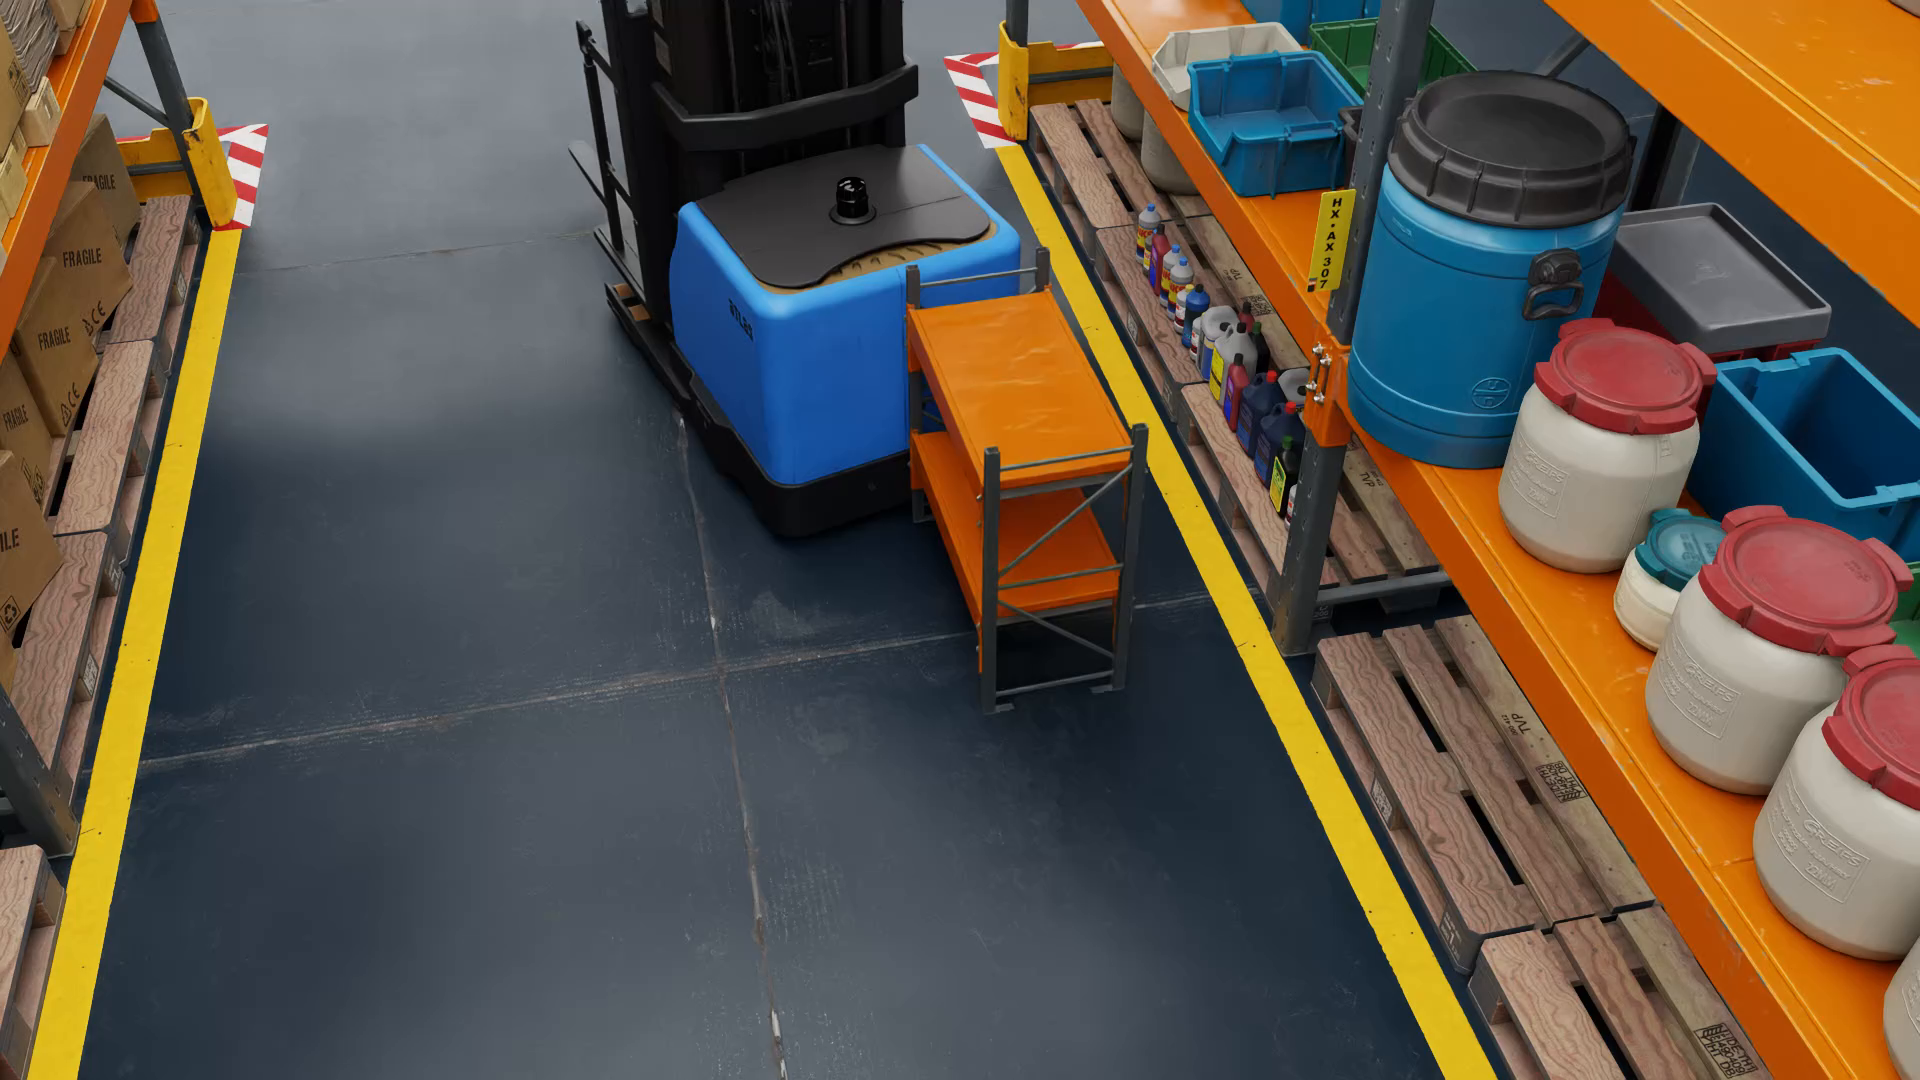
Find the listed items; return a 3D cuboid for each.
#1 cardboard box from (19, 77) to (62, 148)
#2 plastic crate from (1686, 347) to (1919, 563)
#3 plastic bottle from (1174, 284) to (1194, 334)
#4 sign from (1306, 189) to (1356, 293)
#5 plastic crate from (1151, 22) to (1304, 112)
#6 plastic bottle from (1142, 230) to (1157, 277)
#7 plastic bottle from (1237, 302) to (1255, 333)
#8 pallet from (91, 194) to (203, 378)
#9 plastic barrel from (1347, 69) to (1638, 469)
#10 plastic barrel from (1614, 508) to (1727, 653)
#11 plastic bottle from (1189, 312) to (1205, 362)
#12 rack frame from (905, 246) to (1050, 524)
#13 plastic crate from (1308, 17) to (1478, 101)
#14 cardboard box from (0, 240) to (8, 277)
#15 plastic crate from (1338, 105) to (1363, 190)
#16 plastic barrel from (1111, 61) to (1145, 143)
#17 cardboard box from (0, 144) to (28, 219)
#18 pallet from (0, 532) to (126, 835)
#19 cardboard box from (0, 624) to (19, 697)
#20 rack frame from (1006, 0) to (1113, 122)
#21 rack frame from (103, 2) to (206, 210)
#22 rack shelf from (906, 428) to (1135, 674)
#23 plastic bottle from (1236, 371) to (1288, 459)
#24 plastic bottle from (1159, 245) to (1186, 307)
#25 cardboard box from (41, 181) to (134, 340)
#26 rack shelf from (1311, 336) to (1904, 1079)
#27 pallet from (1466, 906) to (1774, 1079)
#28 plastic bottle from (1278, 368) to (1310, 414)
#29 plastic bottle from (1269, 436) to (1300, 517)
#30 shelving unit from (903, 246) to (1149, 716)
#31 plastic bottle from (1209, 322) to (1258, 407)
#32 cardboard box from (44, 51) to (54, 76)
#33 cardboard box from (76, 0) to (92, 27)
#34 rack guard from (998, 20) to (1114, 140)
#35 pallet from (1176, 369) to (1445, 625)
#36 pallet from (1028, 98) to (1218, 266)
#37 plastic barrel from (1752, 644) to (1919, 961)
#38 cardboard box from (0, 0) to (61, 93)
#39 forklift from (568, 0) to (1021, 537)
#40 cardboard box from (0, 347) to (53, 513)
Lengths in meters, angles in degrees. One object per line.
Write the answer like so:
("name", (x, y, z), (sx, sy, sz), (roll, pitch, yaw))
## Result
("cardboard box", (-3.414, -1.494, 5.863), (0.380, 0.149, 0.250), (-8, 42, -9))
("plastic crate", (2.138, -0.141, 4.162), (0.392, 0.384, 0.575), (-8, 42, -9))
("plastic bottle", (0.937, -0.957, 6.845), (0.097, 0.201, 0.097), (0, 42, 0))
("sign", (1.057, -0.849, 4.739), (0.100, 0.325, 0.005), (-8, 42, -9))
("plastic crate", (0.998, -1.735, 6.144), (0.530, 0.136, 0.437), (-8, 42, -9))
("plastic bottle", (0.842, -1.241, 7.166), (0.097, 0.201, 0.097), (0, 42, 0))
("plastic bottle", (1.137, -0.798, 6.604), (0.061, 0.283, 0.133), (-8, 42, -9))
("pallet", (-3.946, -1.077, 7.304), (1.003, 0.211, 1.213), (-8, 42, -9))
("plastic barrel", (1.384, -0.711, 4.414), (0.600, 0.901, 0.708), (-8, 42, -9))
("plastic barrel", (1.732, 0.114, 3.966), (0.301, 0.262, 0.301), (0, 42, 0))
("plastic bottle", (0.981, -0.824, 6.695), (0.097, 0.201, 0.097), (0, 42, 0))
("rack frame", (0.062, -0.533, 6.004), (0.500, 1.125, 0.032), (-10, 43, -11))
("plastic crate", (1.579, -1.659, 6.019), (0.450, 0.188, 0.662), (-8, 42, -9))
("cardboard box", (-3.192, -0.847, 5.134), (0.380, 0.149, 0.250), (-8, 42, -9))
("plastic crate", (1.607, -1.152, 5.335), (0.767, 0.338, 0.504), (-8, 42, -9))
("plastic barrel", (0.950, -2.221, 8.051), (0.421, 0.512, 0.421), (0, 42, 0))
("cardboard box", (-3.329, -1.167, 5.494), (0.380, 0.149, 0.250), (-8, 42, -9))
("pallet", (-3.419, 0.505, 5.522), (1.003, 0.211, 1.213), (-8, 42, -9))
("cardboard box", (-3.287, 0.405, 5.101), (0.500, 0.500, 0.500), (-10, 42, -11))
("rack frame", (0.733, -3.410, 7.832), (1.000, 3.000, 0.127), (-8, 42, -9))
("rack frame", (-4.103, -2.701, 7.033), (1.000, 3.000, 0.127), (-8, 42, -9))
("rack shelf", (0.189, -0.024, 5.798), (0.538, 0.278, 1.000), (-10, 43, -11))
("plastic bottle", (1.134, -0.492, 6.209), (0.144, 0.351, 0.185), (-10, 43, -11))
("plastic bottle", (0.894, -1.113, 6.968), (0.097, 0.271, 0.097), (0, 42, 0))
("cardboard box", (-3.822, -1.133, 6.834), (0.500, 0.500, 0.500), (2, 42, 2))
("rack shelf", (2.028, 0.748, 3.690), (1.077, 0.370, 4.000), (-8, 42, -9))
("pallet", (2.070, 1.521, 4.377), (1.003, 0.211, 1.213), (-8, 42, -9))
("plastic bottle", (1.274, -0.502, 6.276), (0.152, 0.276, 0.135), (-8, 42, -9))
("plastic bottle", (1.170, -0.231, 5.965), (0.061, 0.283, 0.133), (-6, 42, -7))
("shelving unit", (0.189, -0.207, 5.635), (0.538, 1.125, 1.048), (-10, 43, -11))
("plastic bottle", (1.065, -0.701, 6.445), (0.144, 0.351, 0.185), (-9, 42, -10))
("cardboard box", (-3.630, -1.803, 6.210), (0.380, 0.149, 0.250), (-8, 42, -9))
("cardboard box", (-3.683, -2.135, 6.585), (0.380, 0.149, 0.250), (-8, 42, -9))
("rack guard", (0.795, -2.433, 8.614), (1.175, 0.500, 0.348), (-8, 42, -9))
("pallet", (1.492, -0.216, 6.334), (1.003, 0.211, 1.213), (-8, 42, -9))
("pallet", (0.965, -1.798, 8.116), (1.003, 0.211, 1.213), (-8, 42, -9))
("plastic barrel", (1.840, 0.539, 3.281), (0.433, 0.535, 0.433), (0, 42, 0))
("cardboard box", (-3.721, -1.852, 5.777), (0.875, 0.500, 0.500), (-8, 42, -9))
("forklift", (-0.901, -2.078, 6.383), (1.130, 2.935, 3.031), (-19, 45, -20))
("cardboard box", (-3.629, -0.356, 5.959), (0.500, 0.500, 0.500), (-12, 43, -13))
